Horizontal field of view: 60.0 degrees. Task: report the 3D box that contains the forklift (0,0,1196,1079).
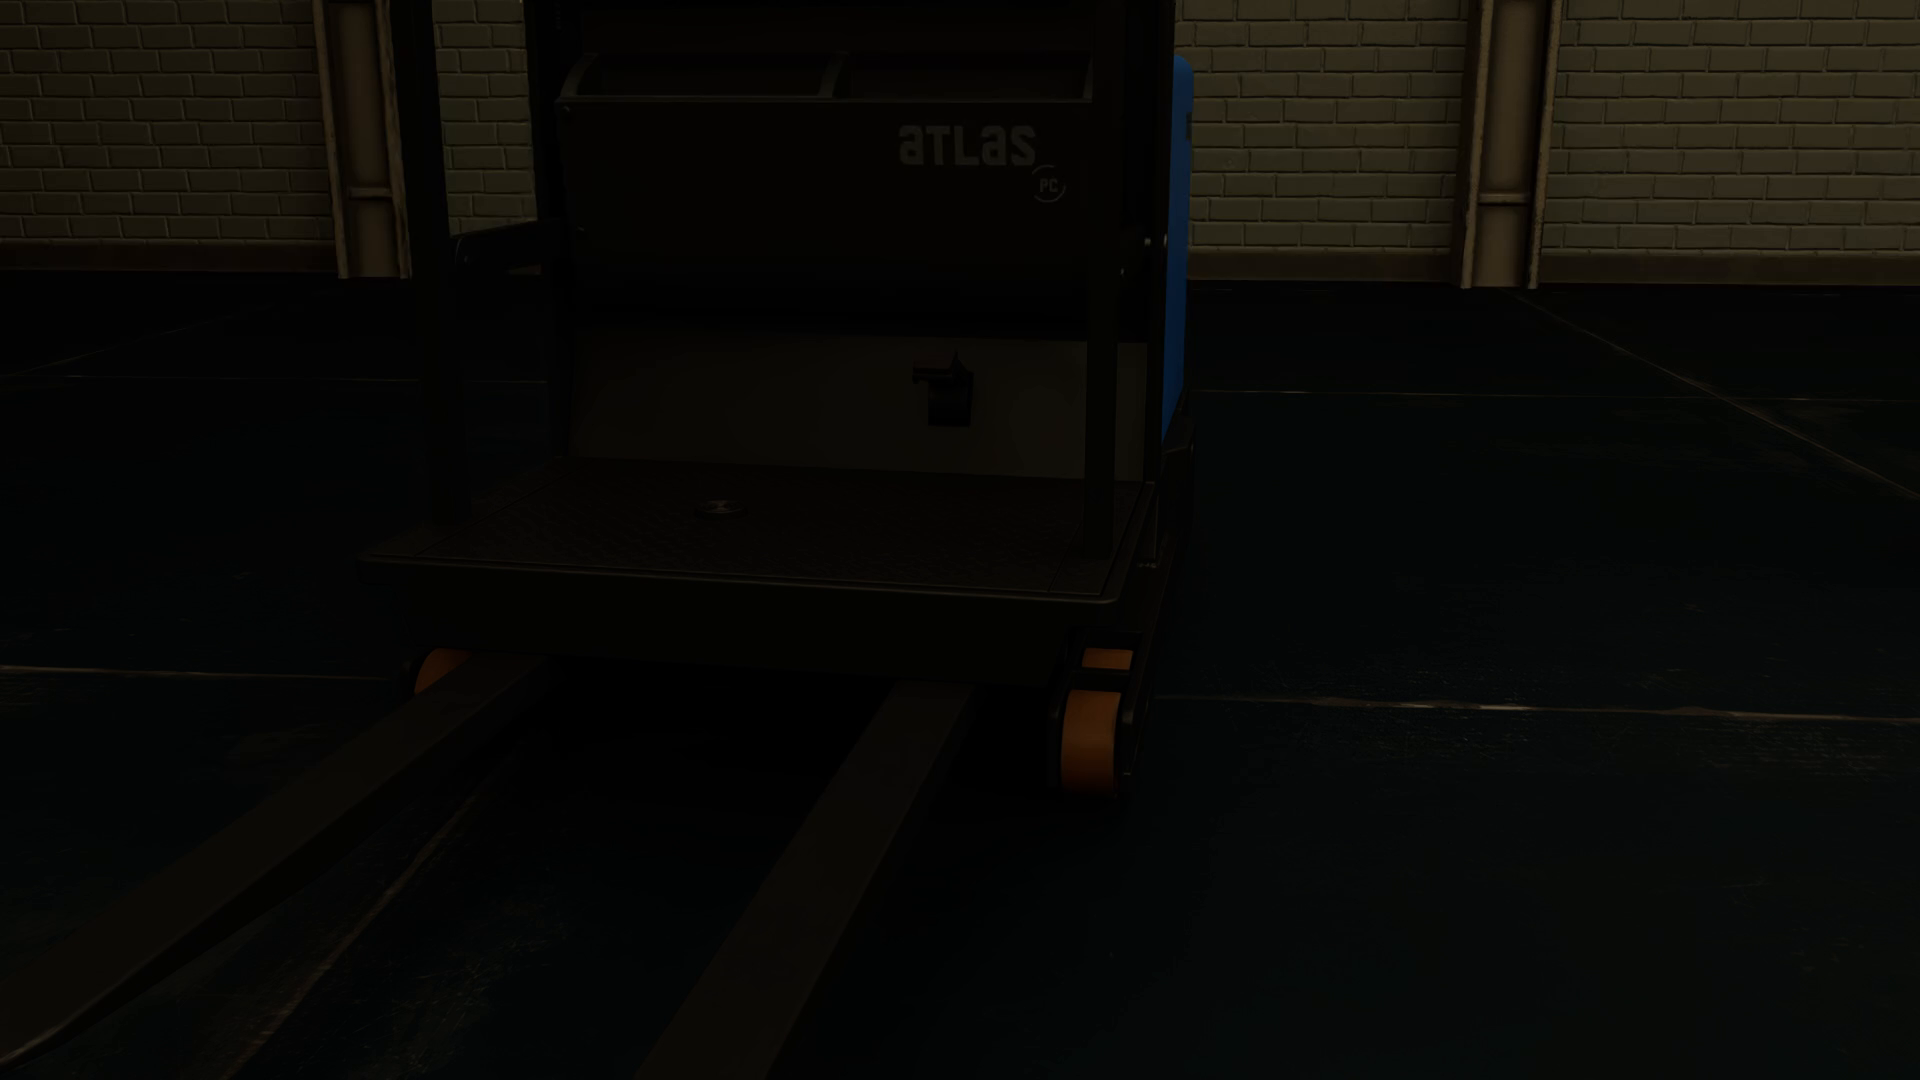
[{"bbox_3d":[-0.240,-1.138,2.412,1.130,2.935,3.031,3,15,11],"label":"forklift"}]
